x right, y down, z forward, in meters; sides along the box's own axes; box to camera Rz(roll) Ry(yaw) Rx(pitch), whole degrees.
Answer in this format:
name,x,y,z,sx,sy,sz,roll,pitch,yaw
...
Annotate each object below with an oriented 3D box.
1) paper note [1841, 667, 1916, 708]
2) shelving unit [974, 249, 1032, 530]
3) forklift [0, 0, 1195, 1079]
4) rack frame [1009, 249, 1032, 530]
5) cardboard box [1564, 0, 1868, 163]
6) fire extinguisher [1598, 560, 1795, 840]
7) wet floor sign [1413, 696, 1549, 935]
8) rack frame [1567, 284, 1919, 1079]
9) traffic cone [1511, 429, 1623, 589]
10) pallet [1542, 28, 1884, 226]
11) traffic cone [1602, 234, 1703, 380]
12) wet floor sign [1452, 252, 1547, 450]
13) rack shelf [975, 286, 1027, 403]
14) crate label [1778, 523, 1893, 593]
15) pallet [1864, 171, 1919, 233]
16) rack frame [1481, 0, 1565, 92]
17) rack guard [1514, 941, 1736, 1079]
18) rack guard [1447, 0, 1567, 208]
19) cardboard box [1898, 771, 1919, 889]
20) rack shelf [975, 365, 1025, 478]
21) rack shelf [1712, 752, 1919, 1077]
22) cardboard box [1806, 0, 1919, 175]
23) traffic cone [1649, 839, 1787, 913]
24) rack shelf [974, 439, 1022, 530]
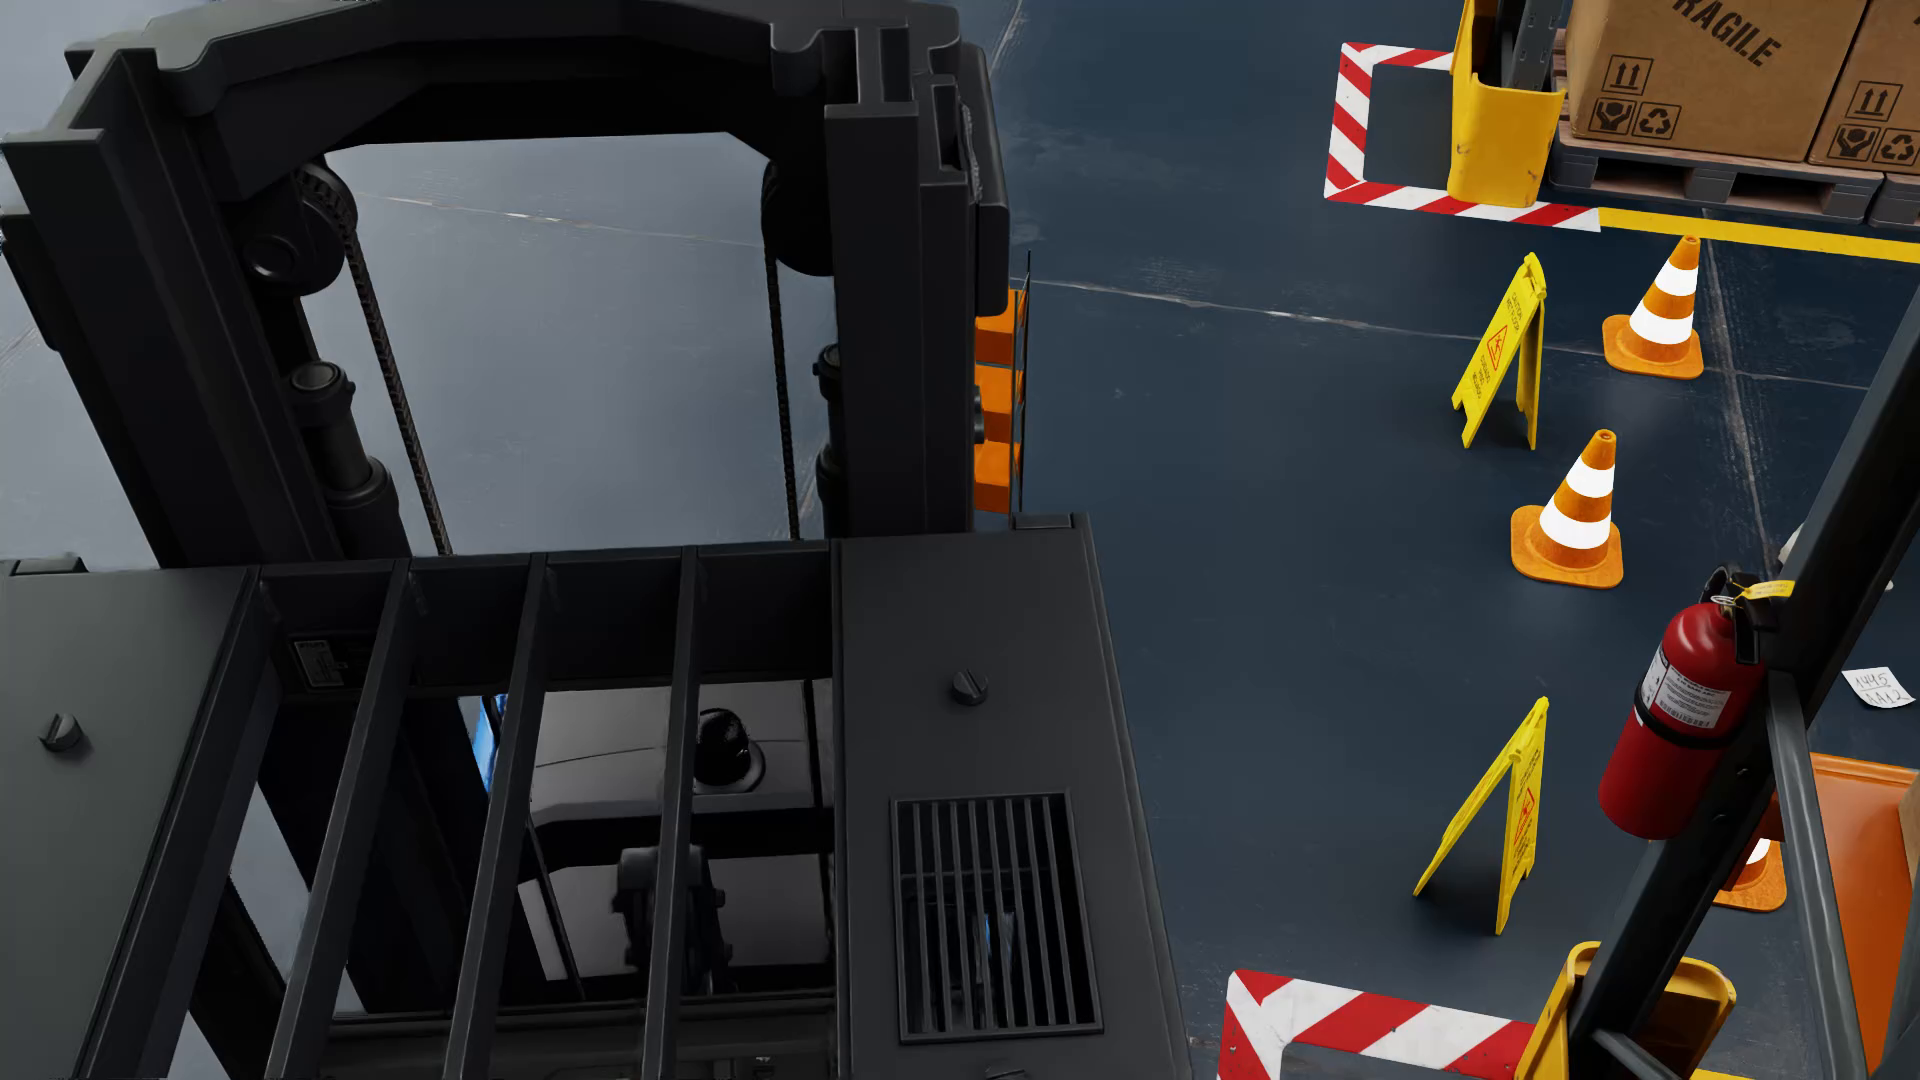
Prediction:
name,x,y,z,sx,sy,sz,roll,pitch,yaw
paper note,2.648,0.421,4.791,0.142,0.019,0.148,-5,44,-5
shelving unit,0.052,-0.370,4.878,0.252,1.050,0.215,9,45,9
forklift,-0.387,0.947,2.153,1.130,2.935,3.031,-3,44,-3
rack frame,0.171,-0.352,4.858,0.008,1.050,0.200,9,45,9
cardboard box,2.949,-2.138,6.538,0.875,0.875,0.875,9,45,9
fire extinguisher,1.279,0.254,2.879,0.183,0.674,0.296,9,45,9
wet floor sign,1.339,0.650,4.109,0.232,0.644,0.267,24,49,23
rack frame,1.290,0.557,2.508,0.053,2.616,0.949,9,45,9
traffic cone,1.902,-0.142,5.063,0.334,0.463,0.336,9,45,9
pallet,3.070,-1.737,6.903,1.213,0.211,1.003,9,45,9
traffic cone,2.481,-0.855,5.805,0.334,0.463,0.336,9,45,9
wet floor sign,1.812,-0.626,5.436,0.232,0.644,0.267,2,44,2
rack shelf,0.052,-0.567,4.688,0.240,0.259,0.215,9,45,9
crate label,2.683,0.053,5.096,0.298,0.136,0.250,-12,45,-12
pallet,4.257,-1.551,6.709,1.213,0.211,1.003,9,45,9
rack frame,2.273,-2.810,6.007,0.127,3.000,1.000,9,45,9
rack guard,1.365,1.467,3.365,0.348,0.500,1.175,9,45,9
rack guard,2.249,-1.913,6.877,0.348,0.500,1.175,9,45,9
cardboard box,1.702,0.557,2.689,0.250,0.149,0.380,10,45,10
rack shelf,0.052,-0.363,4.885,0.240,0.259,0.215,9,45,9
rack shelf,3.242,1.117,2.445,4.000,0.370,1.077,9,45,9
cardboard box,3.808,-2.006,6.401,0.875,0.875,0.875,8,45,8
traffic cone,1.992,0.661,4.230,0.334,0.463,0.336,9,45,9
rack shelf,0.052,-0.162,5.078,0.240,0.259,0.215,9,45,9
